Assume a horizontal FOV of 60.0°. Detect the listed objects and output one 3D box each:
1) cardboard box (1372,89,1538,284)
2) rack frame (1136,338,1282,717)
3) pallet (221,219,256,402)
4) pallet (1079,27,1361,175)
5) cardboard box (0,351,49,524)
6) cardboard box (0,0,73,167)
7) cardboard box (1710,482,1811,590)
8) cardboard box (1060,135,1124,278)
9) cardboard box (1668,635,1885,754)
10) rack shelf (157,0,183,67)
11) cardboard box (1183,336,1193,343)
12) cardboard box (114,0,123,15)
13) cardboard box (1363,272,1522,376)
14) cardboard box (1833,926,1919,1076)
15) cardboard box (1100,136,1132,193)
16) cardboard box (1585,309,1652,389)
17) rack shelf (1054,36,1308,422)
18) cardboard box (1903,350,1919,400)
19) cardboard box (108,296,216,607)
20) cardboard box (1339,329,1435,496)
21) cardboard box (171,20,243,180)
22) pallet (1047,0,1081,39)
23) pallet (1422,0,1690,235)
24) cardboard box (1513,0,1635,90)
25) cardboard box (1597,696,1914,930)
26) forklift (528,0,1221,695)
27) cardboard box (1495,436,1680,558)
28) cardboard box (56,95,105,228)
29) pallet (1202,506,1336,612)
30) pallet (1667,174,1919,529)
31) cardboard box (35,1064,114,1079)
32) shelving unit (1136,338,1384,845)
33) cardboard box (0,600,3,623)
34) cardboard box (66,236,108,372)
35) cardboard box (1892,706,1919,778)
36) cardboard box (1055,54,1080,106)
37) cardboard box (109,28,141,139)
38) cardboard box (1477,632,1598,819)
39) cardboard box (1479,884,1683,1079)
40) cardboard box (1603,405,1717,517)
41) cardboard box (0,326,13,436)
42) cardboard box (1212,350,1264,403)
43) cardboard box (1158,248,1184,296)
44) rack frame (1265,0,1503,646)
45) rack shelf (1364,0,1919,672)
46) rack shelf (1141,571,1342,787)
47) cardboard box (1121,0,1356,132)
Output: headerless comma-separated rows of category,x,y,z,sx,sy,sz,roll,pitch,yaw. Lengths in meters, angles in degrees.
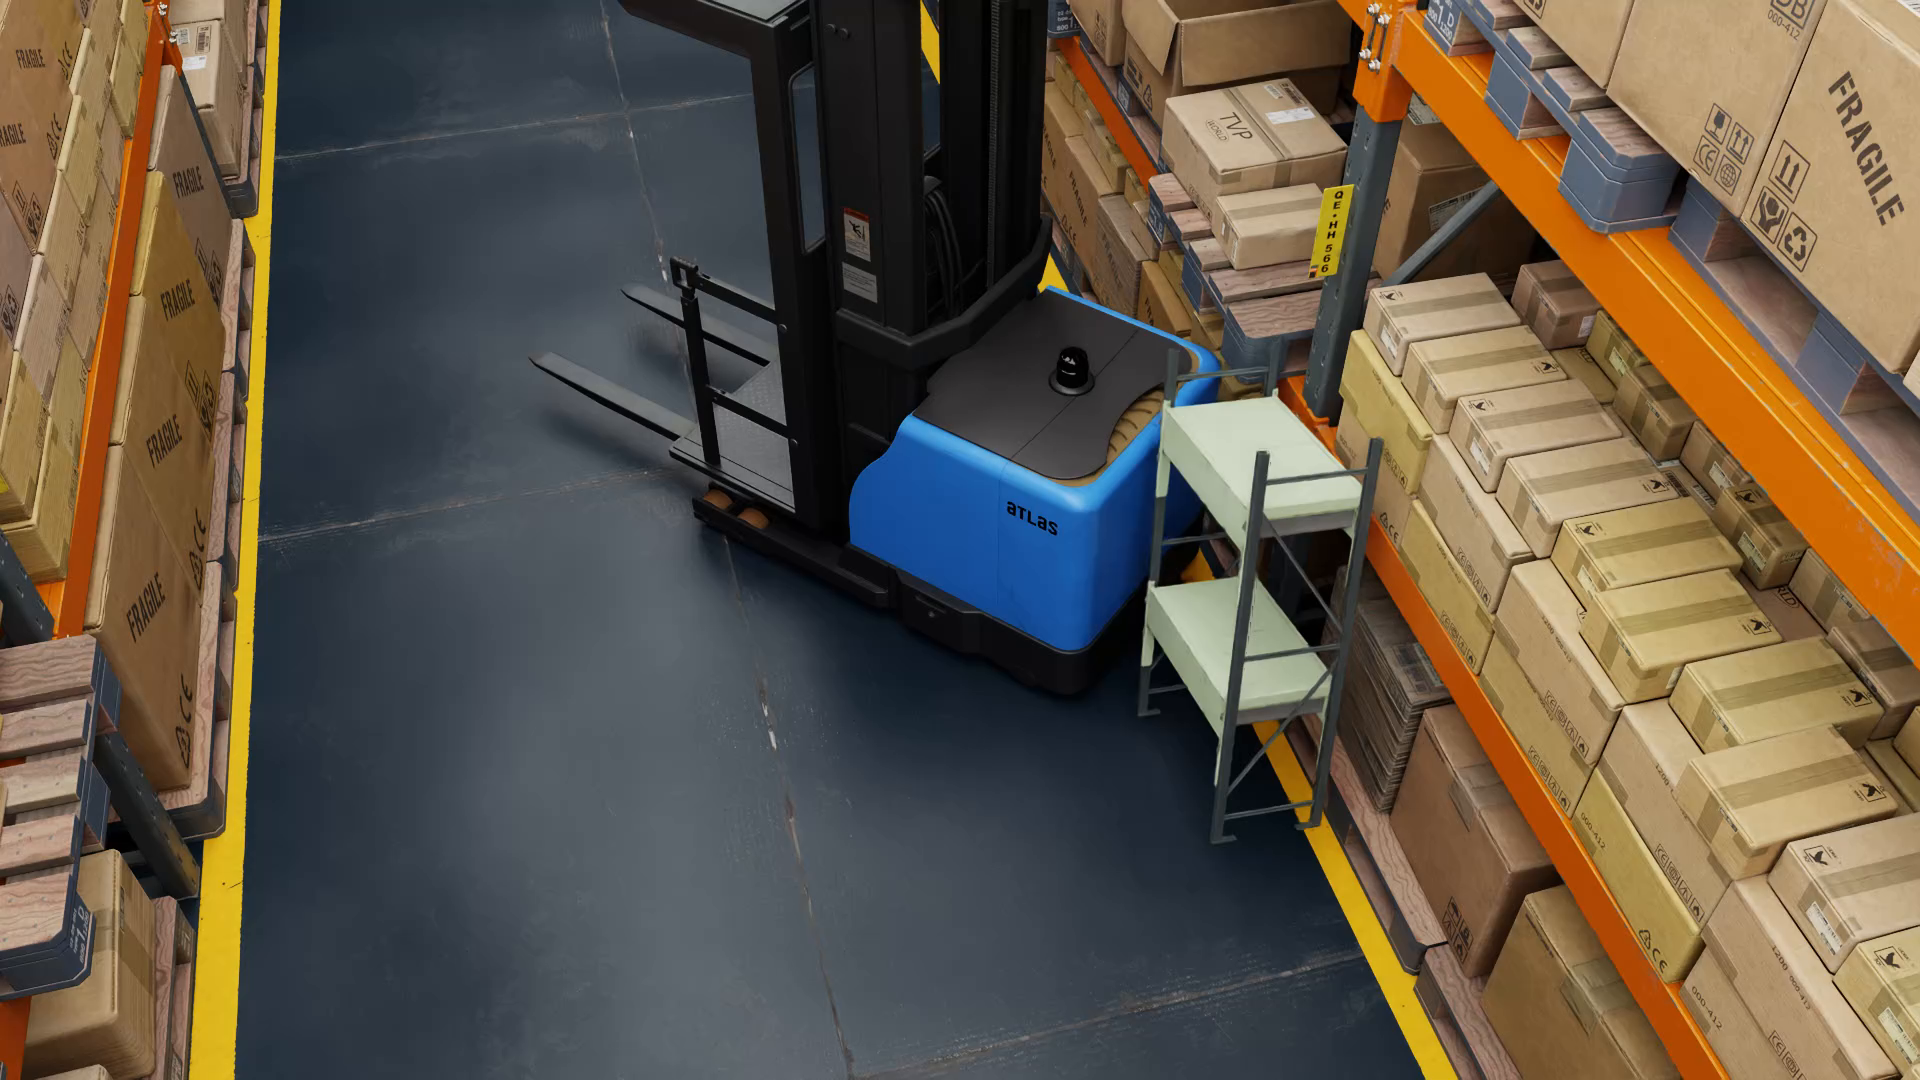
cardboard box,1.673,-1.231,5.743,0.500,0.500,0.500,-9,46,-8
rack frame,0.870,-0.006,5.909,0.400,1.500,0.023,-7,32,-13
pallet,-3.897,-1.022,7.854,1.003,0.211,1.213,-11,47,-10
pallet,1.151,-1.940,6.936,1.003,0.211,1.213,-11,47,-10
cardboard box,-3.034,-0.272,4.922,0.500,0.250,0.500,-11,47,-11
cardboard box,-3.413,-1.575,5.674,0.500,0.500,0.500,-10,46,-10
cardboard box,2.237,-0.038,4.414,0.380,0.149,0.250,-11,47,-11
cardboard box,0.805,-1.612,7.937,0.500,0.500,0.500,-12,47,-11
cardboard box,1.951,0.398,3.986,0.380,0.149,0.250,-11,47,-10
rack shelf,-4.680,-3.646,8.977,1.077,0.370,4.000,-11,47,-10
cardboard box,1.220,-0.537,6.883,0.500,0.500,0.500,-11,47,-11
cardboard box,-3.820,-2.379,6.987,0.500,0.250,0.500,-11,47,-10
cardboard box,1.451,-0.653,5.016,0.380,0.149,0.250,-9,46,-9
cardboard box,2.078,0.936,3.459,0.380,0.149,0.250,-12,47,-11
cardboard box,0.859,-1.739,7.607,0.380,0.149,0.250,-9,46,-9
cardboard box,2.108,-0.579,4.944,0.380,0.149,0.250,-10,46,-9
rack shelf,1.142,-1.794,7.162,1.077,0.370,4.000,-11,47,-10
cardboard box,1.905,-0.283,2.890,0.380,0.149,0.250,-11,47,-11
cardboard box,-3.464,-0.267,6.356,0.875,0.875,0.875,-10,46,-10
cardboard box,1.507,-0.432,5.079,0.500,0.250,0.500,-11,47,-10
cardboard box,-4.225,-2.220,8.576,0.875,0.438,0.875,-11,47,-11
pallet,0.729,-2.788,7.767,1.003,0.211,1.213,-11,47,-10
pallet,1.914,-1.197,4.105,1.213,0.211,1.003,-9,46,-8
cardboard box,1.604,-1.387,3.726,0.500,0.500,0.500,-10,46,-10
cardboard box,1.930,0.622,4.046,0.500,0.250,0.500,-10,46,-10
forklift,-0.514,-1.279,6.202,3.031,2.935,1.130,26,51,23
cardboard box,1.690,-0.118,4.492,0.380,0.149,0.250,-10,46,-10
cardboard box,-3.399,-1.328,5.957,0.500,0.250,0.500,-10,46,-10
pallet,1.499,-0.211,7.060,1.003,0.211,1.213,-11,47,-10
pallet,2.203,-0.425,3.349,1.003,0.211,1.213,-9,46,-8
cardboard box,-2.812,1.918,4.567,0.950,0.372,0.625,-12,47,-11
shelving unit,0.963,0.178,5.607,0.431,1.500,0.755,-7,32,-13
cardboard box,-2.758,0.222,4.111,0.500,0.500,0.500,-12,47,-11
cardboard box,-3.303,-0.801,5.790,0.500,0.250,0.500,-9,46,-9
cardboard box,2.450,0.492,3.895,0.380,0.149,0.250,-10,46,-10
cardboard box,0.687,-2.277,8.134,0.380,0.149,0.250,-13,47,-12
cardboard box,-3.680,-1.849,6.817,0.500,0.250,0.500,-11,47,-11
cardboard box,1.794,0.441,4.573,0.500,0.250,0.500,-12,47,-12
cardboard box,2.148,1.367,4.930,0.875,0.625,0.625,-12,47,-12
cardboard box,2.170,-0.176,4.827,0.500,0.250,0.500,-10,46,-10
cardboard box,-3.033,-0.525,4.645,0.500,0.500,0.500,-12,47,-12
cardboard box,1.183,-0.642,6.531,0.380,0.149,0.250,-13,47,-12
cardboard box,1.070,-1.194,7.073,0.380,0.149,0.250,-11,47,-11
rack frame,1.654,-0.665,5.552,1.000,3.000,0.127,-11,47,-10
rack shelf,2.166,-0.082,3.385,1.077,0.370,4.000,-11,47,-10
rack shelf,0.958,0.457,5.775,0.431,0.370,0.720,-7,32,-13
cardboard box,1.057,-1.941,6.437,0.797,0.503,0.637,-12,47,-11
